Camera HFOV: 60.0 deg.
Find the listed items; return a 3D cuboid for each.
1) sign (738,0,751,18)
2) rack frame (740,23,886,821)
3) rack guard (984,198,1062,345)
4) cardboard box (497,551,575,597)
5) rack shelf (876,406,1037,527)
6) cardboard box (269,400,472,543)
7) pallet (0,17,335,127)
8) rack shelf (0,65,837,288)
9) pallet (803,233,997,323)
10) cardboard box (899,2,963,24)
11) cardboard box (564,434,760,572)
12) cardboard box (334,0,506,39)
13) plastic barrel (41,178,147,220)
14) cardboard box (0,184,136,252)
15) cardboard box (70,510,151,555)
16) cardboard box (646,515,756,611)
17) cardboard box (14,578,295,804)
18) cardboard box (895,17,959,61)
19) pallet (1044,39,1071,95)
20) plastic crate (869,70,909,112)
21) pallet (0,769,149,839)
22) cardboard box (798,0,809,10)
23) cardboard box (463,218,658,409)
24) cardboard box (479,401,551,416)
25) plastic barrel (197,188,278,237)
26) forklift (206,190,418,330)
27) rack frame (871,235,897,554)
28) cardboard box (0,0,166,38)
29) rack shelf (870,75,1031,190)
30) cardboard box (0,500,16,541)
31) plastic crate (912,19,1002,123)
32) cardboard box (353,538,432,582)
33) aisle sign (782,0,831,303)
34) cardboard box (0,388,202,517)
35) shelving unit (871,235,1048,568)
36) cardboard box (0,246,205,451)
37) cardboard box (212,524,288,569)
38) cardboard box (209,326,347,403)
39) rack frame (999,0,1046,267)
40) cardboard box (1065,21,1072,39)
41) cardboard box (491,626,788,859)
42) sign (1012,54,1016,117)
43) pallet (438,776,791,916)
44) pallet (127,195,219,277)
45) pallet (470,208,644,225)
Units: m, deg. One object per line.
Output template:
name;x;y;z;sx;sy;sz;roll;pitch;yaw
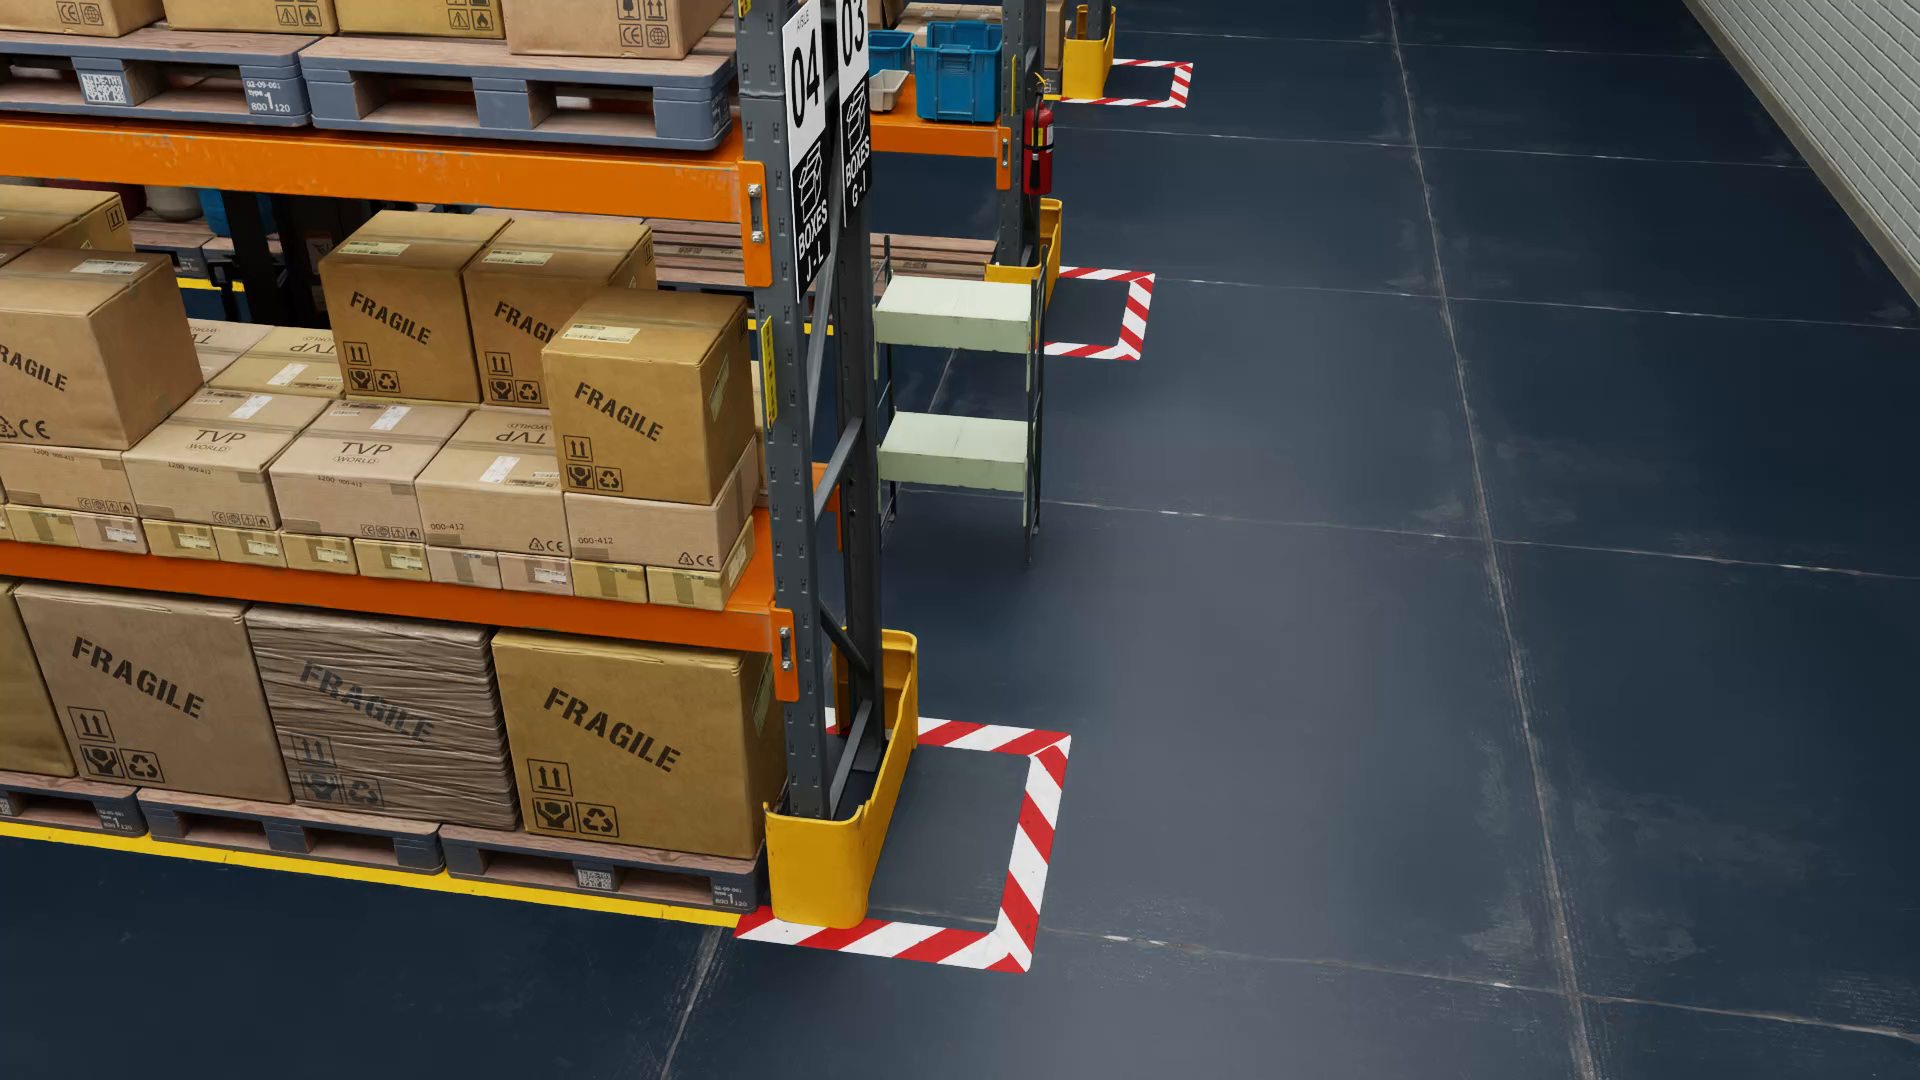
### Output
sign;-0.560;-1.514;4.255;0.005;0.325;0.100;5;32;8
rack frame;-0.455;-0.184;5.716;0.127;3.000;1.000;5;32;8
rack guard;0.405;-1.719;10.525;0.348;0.500;1.175;5;32;8
cardboard box;-1.366;0.018;5.631;0.250;0.149;0.380;5;32;8
rack shelf;-0.007;-0.360;8.026;0.720;0.370;0.431;5;32;8
cardboard box;-1.979;-0.242;5.670;0.500;0.250;0.500;4;32;7
pallet;-2.394;-1.586;5.213;1.213;0.211;1.003;5;32;8
rack shelf;-2.426;-1.329;5.397;4.000;0.370;1.077;5;32;8
pallet;-0.428;-1.686;10.745;1.213;0.211;1.003;5;32;8
cardboard box;-0.258;-4.672;15.063;0.500;0.250;0.500;5;32;8
cardboard box;-0.977;-0.151;5.525;0.500;0.250;0.500;5;32;7
cardboard box;-1.511;-1.850;4.966;0.500;0.500;0.700;4;32;6
plastic barrel;-5.909;-2.509;11.307;0.708;0.588;0.600;5;32;8
cardboard box;-3.406;-0.973;6.132;0.500;0.500;0.500;5;32;9
cardboard box;-2.884;-0.118;5.849;0.250;0.149;0.380;6;32;9
cardboard box;-0.861;0.063;5.559;0.250;0.149;0.380;6;33;9
cardboard box;-2.873;0.363;6.450;0.875;0.875;0.875;5;32;8
cardboard box;-0.293;-4.406;14.638;0.500;0.250;0.500;5;32;8
pallet;0.355;-4.260;14.857;1.213;0.211;1.003;5;32;8
plastic crate;-0.456;-2.666;9.874;0.243;0.136;0.396;5;32;8
pallet;-3.661;0.750;6.853;1.213;0.211;1.003;5;32;8
cardboard box;-1.379;-4.799;15.209;0.500;0.311;0.500;5;32;8
cardboard box;-1.375;-0.793;5.844;0.500;0.500;0.500;4;32;7
cardboard box;-1.396;-0.473;6.040;0.500;0.250;0.500;5;32;8
plastic barrel;-4.796;-2.540;11.063;0.708;0.901;0.600;5;32;8
forklift;-3.158;-1.144;7.315;3.031;2.935;1.130;-2;32;-4
rack frame;-0.367;-0.669;7.905;0.023;1.500;0.400;5;32;8
cardboard box;-2.595;-1.865;4.991;0.500;0.500;0.700;7;33;10
rack shelf;-1.593;-2.648;10.331;4.000;0.370;1.077;5;32;8
cardboard box;-3.384;-0.165;5.923;0.250;0.149;0.380;4;32;7
plastic crate;0.017;-2.747;9.721;0.499;0.435;0.616;5;32;8
cardboard box;-1.868;-0.027;5.703;0.250;0.149;0.380;4;32;7
aisle sign;-0.434;-1.122;4.766;0.004;0.787;0.394;5;32;8
cardboard box;-2.978;-0.334;5.818;0.500;0.250;0.500;6;33;9
shelving unit;-0.007;-0.636;7.853;0.755;1.500;0.431;5;32;8
cardboard box;-2.971;-0.653;5.620;0.500;0.500;0.500;4;32;7
cardboard box;-2.368;-0.073;5.777;0.250;0.149;0.380;6;33;9
cardboard box;-2.406;-0.564;6.185;0.500;0.250;0.500;5;32;7
rack frame;0.379;-2.774;9.855;0.127;3.000;1.000;5;32;8
cardboard box;0.861;-4.560;14.980;0.250;0.149;0.380;5;32;8
cardboard box;-1.099;0.524;6.193;0.875;0.875;0.875;5;32;8
sign;0.302;-2.554;9.350;0.005;0.325;0.100;5;32;8
pallet;-1.256;0.968;6.505;1.213;0.211;1.003;5;32;8
pallet;-5.524;-2.148;11.482;1.213;0.211;1.003;5;32;8
pallet;-2.833;-1.904;11.093;1.213;0.211;1.003;5;32;8
